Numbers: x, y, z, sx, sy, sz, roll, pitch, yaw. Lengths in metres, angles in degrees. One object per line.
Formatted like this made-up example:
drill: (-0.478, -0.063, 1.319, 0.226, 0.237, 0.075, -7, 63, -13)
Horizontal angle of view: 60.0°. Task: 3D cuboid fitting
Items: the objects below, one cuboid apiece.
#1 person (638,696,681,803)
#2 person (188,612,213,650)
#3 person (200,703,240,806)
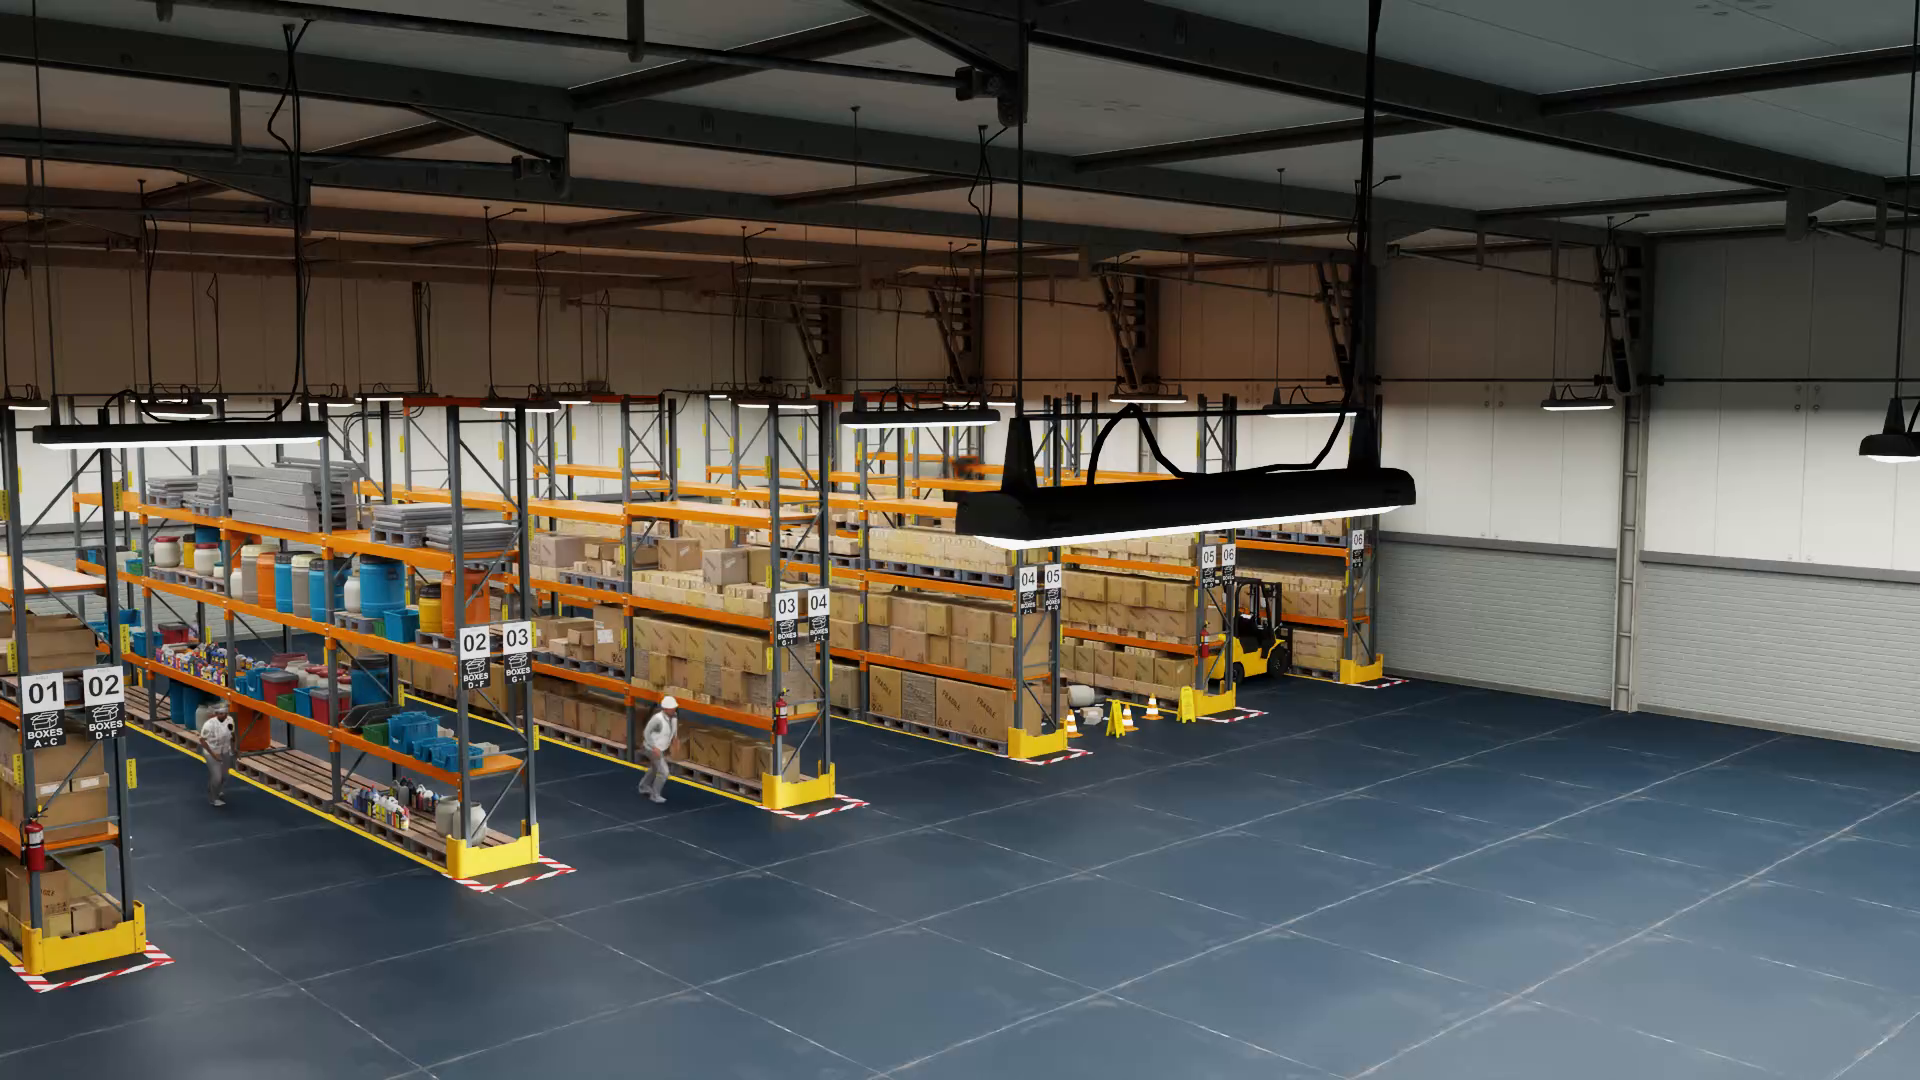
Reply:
person: (-4.539, 3.117, 25.005, 0.863, 1.647, 0.719, 2, 6, 17)
person: (-15.317, 2.278, 33.568, 0.842, 1.689, 0.559, 5, 7, 41)
person: (-11.078, 3.156, 24.743, 0.806, 1.581, 0.579, 3, 6, 29)
